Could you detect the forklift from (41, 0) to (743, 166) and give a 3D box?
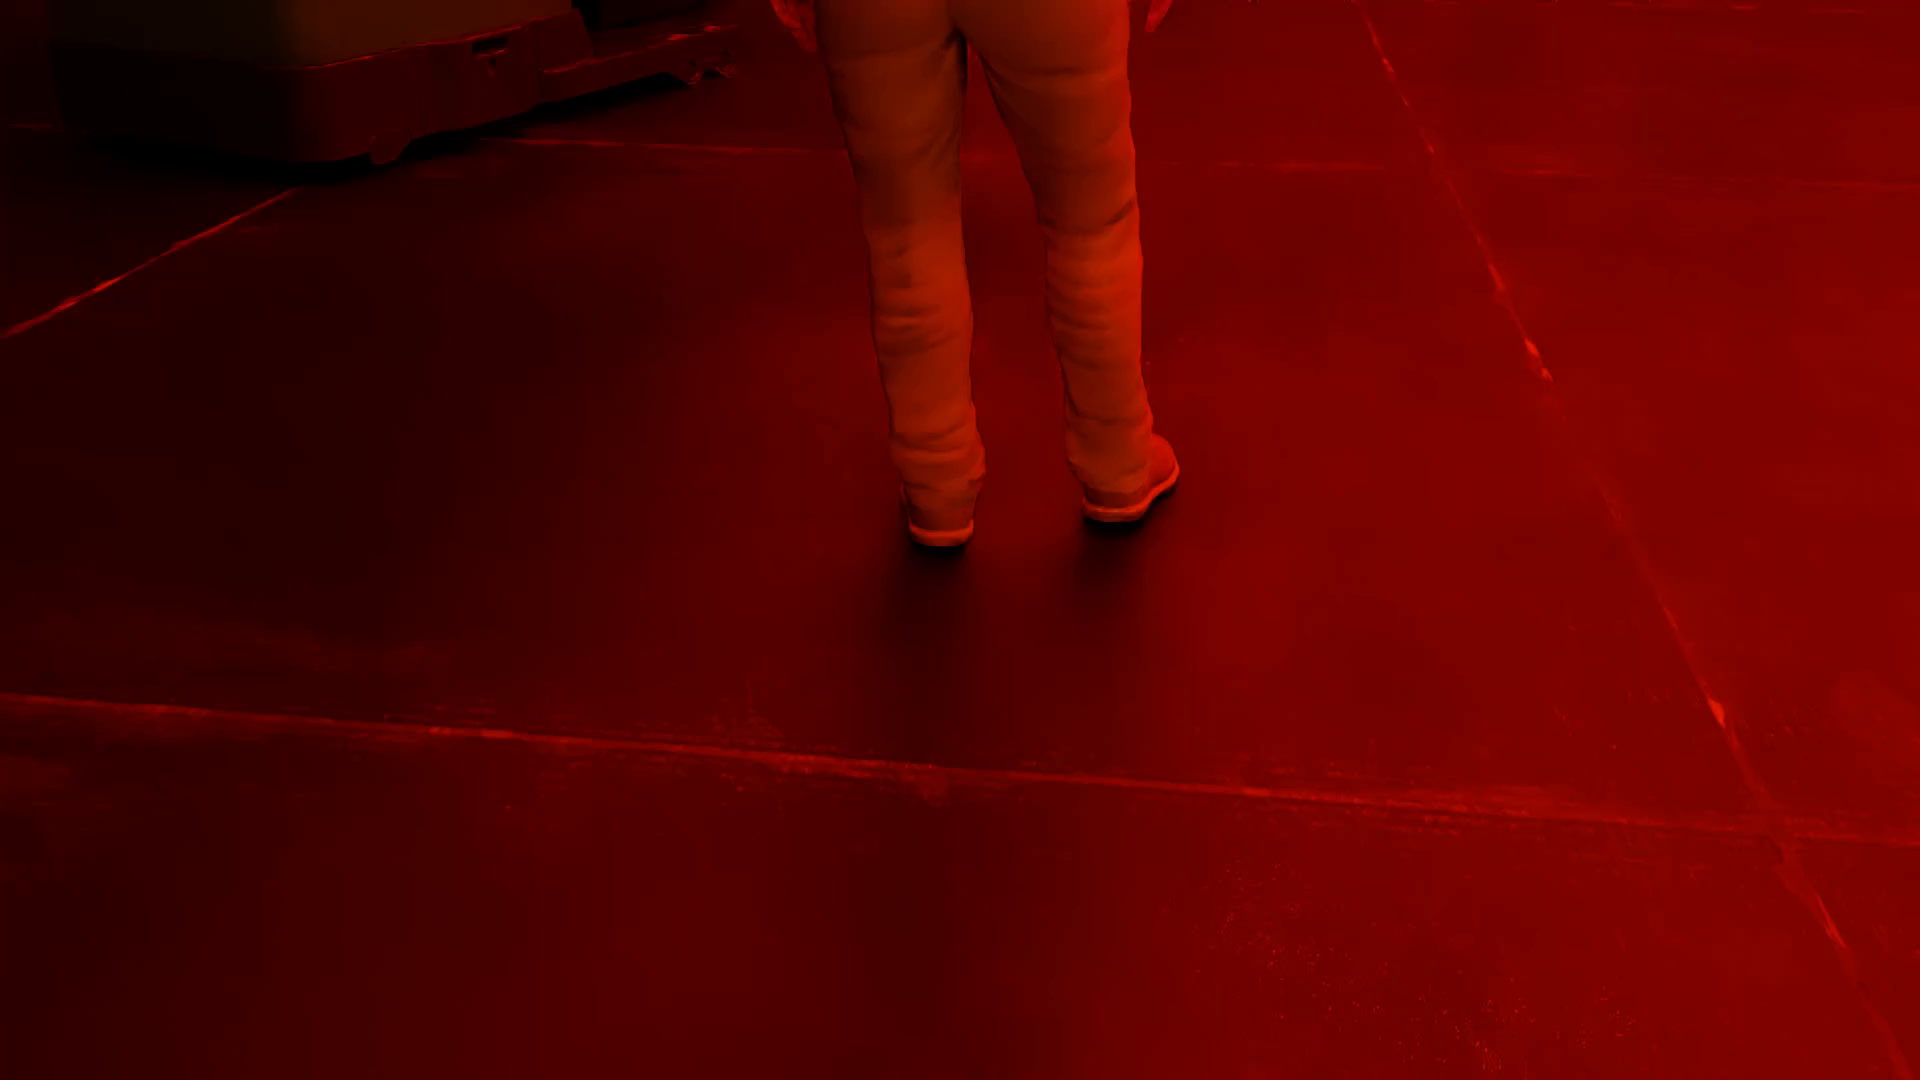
[{"bbox_3d":[-1.405,-2.910,5.050,1.130,2.935,3.031,13,29,24],"label":"forklift"}]

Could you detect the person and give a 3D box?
[{"bbox_3d":[0.033,-0.785,2.190,0.598,1.669,0.529,3,27,7],"label":"person"}]
